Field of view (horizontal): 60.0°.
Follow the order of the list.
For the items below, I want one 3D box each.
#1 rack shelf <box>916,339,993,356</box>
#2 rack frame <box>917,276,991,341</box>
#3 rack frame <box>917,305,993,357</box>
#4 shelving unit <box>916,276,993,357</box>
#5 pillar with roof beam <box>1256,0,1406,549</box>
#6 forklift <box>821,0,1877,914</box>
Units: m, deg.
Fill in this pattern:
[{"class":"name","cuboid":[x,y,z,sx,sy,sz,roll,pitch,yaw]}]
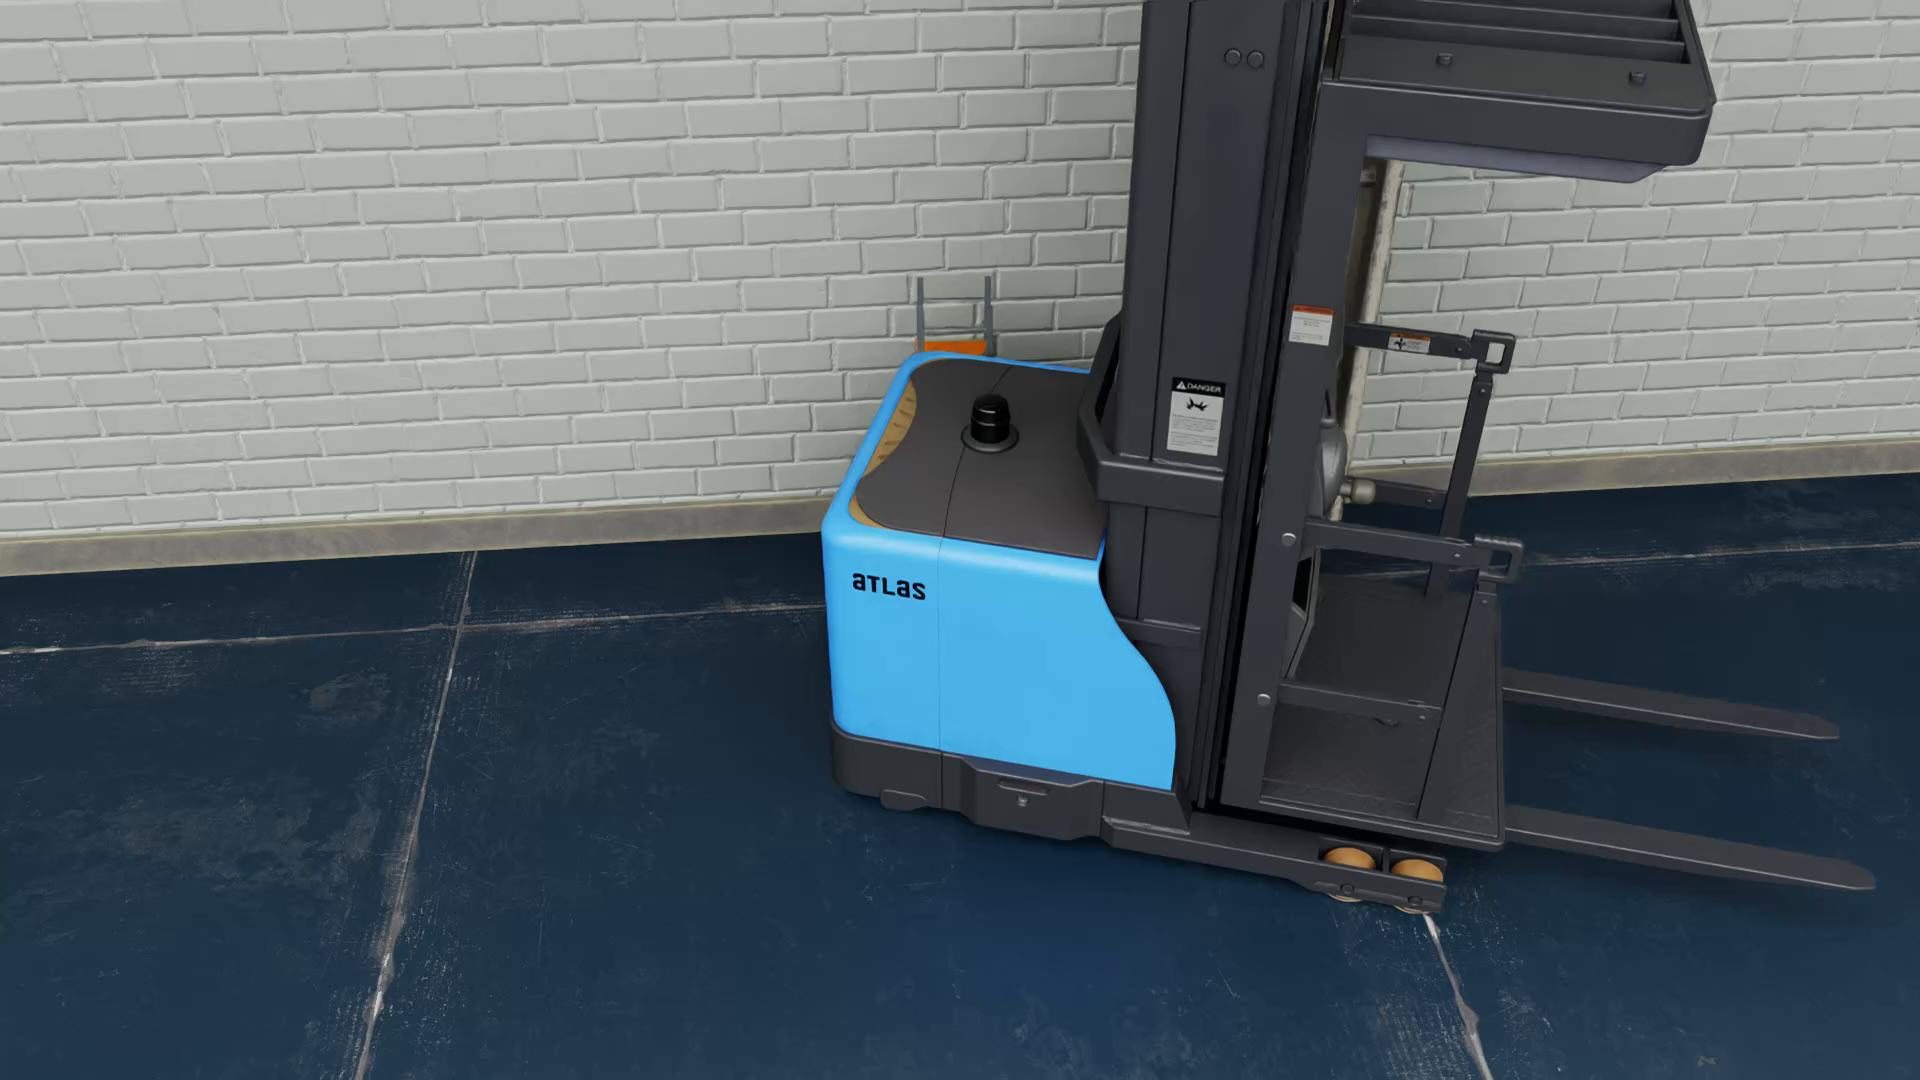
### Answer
[{"class":"rack shelf","cuboid":[-0.017,-0.574,5.499,0.258,0.103,0.180,-1,38,-1]},{"class":"rack frame","cuboid":[-0.019,-0.383,5.766,0.240,1.200,0.006,-1,38,-1]},{"class":"rack frame","cuboid":[-0.015,-0.269,5.623,0.240,1.200,0.006,-1,38,-1]},{"class":"shelving unit","cuboid":[-0.017,-0.326,5.695,0.258,1.200,0.189,-1,38,-1]},{"class":"pillar with roof beam","cuboid":[1.578,-0.929,0.163,0.400,9.000,9.100,-3,38,-4]},{"class":"forklift","cuboid":[1.173,-0.421,4.417,3.031,2.935,1.130,9,39,11]}]
